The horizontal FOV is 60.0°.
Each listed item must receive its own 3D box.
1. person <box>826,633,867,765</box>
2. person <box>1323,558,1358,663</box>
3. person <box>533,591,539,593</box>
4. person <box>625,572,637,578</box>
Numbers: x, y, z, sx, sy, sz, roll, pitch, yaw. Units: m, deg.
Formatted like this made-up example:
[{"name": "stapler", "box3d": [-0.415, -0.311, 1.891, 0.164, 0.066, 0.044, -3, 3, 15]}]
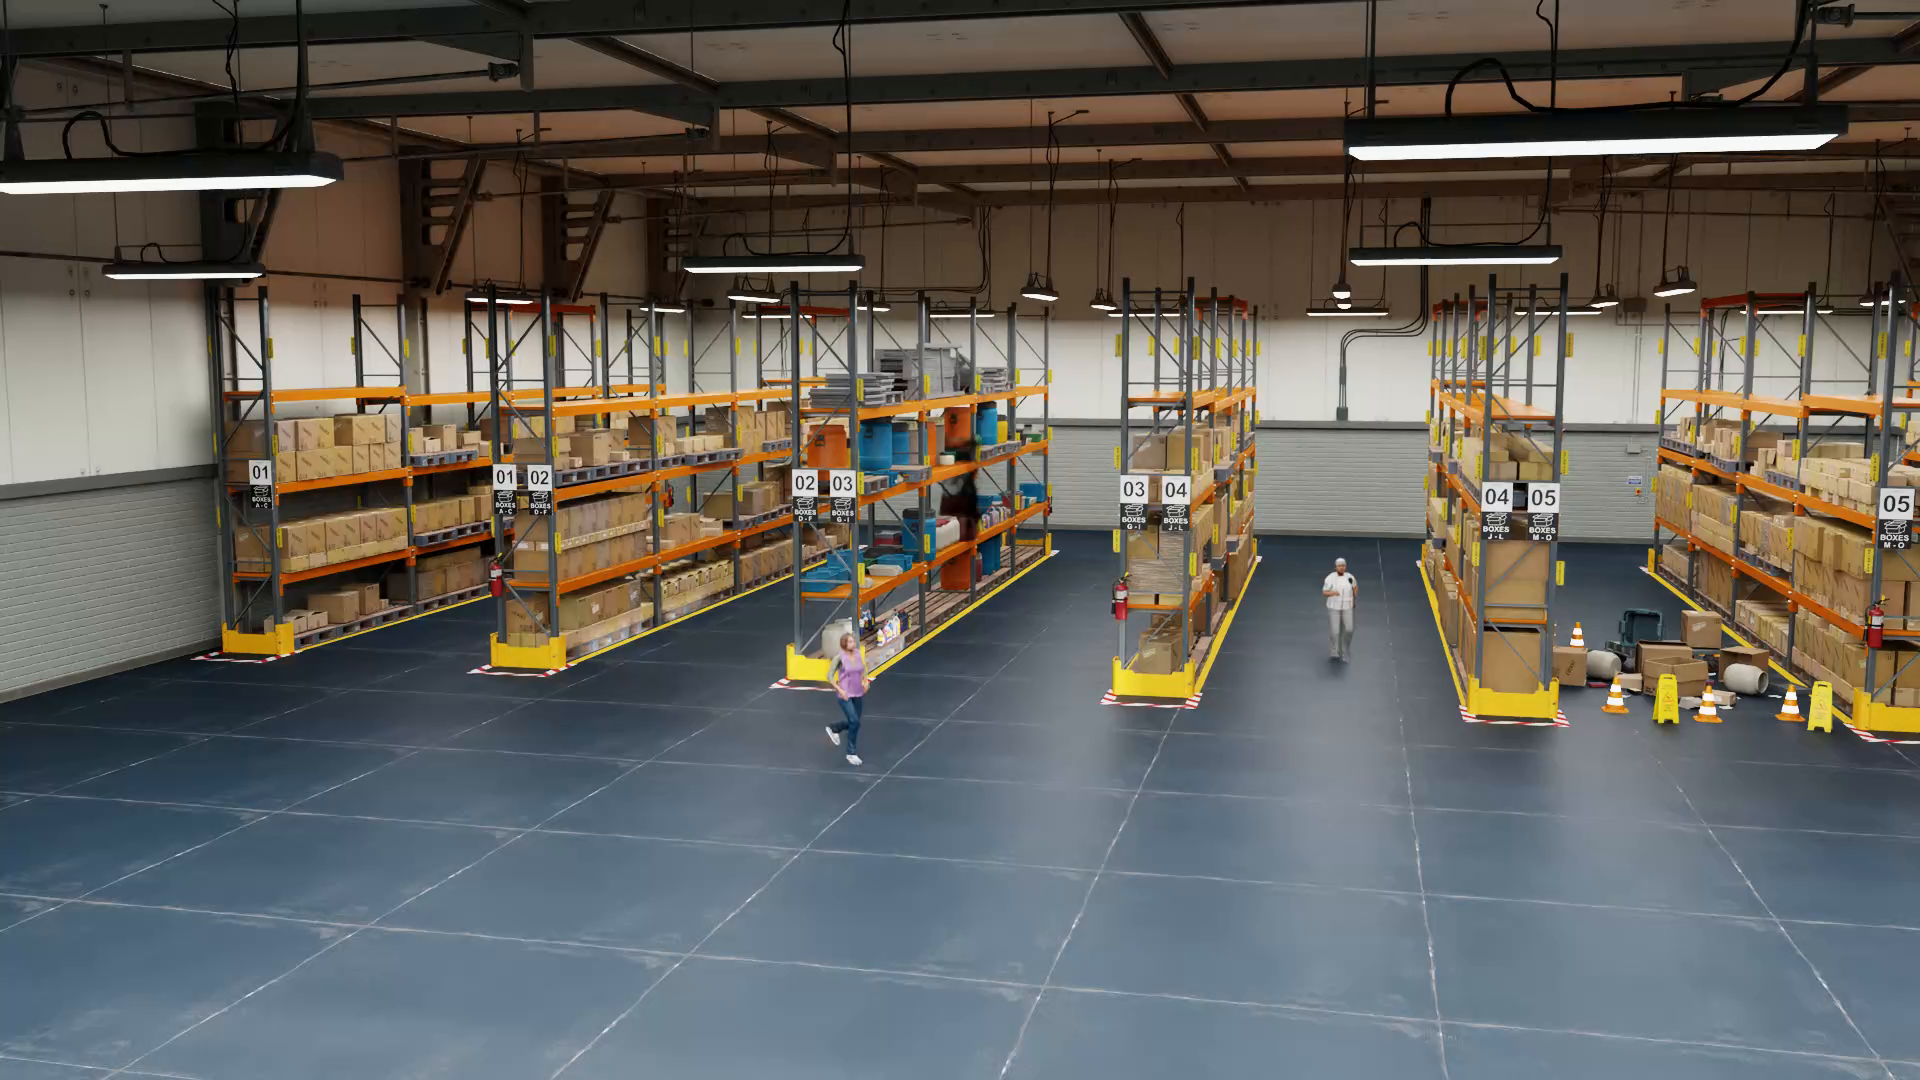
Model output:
[{"name": "person", "box3d": [-1.402, 1.907, 20.285, 0.555, 1.602, 0.659, -6, 9, -40]}, {"name": "person", "box3d": [6.102, 1.135, 26.648, 0.587, 1.695, 0.671, 0, 7, 4]}, {"name": "person", "box3d": [-7.743, 0.627, 31.227, 0.612, 1.715, 0.721, 2, 7, 14]}, {"name": "person", "box3d": [-6.718, 0.317, 33.340, 0.711, 1.769, 0.899, 1, 7, 10]}]
